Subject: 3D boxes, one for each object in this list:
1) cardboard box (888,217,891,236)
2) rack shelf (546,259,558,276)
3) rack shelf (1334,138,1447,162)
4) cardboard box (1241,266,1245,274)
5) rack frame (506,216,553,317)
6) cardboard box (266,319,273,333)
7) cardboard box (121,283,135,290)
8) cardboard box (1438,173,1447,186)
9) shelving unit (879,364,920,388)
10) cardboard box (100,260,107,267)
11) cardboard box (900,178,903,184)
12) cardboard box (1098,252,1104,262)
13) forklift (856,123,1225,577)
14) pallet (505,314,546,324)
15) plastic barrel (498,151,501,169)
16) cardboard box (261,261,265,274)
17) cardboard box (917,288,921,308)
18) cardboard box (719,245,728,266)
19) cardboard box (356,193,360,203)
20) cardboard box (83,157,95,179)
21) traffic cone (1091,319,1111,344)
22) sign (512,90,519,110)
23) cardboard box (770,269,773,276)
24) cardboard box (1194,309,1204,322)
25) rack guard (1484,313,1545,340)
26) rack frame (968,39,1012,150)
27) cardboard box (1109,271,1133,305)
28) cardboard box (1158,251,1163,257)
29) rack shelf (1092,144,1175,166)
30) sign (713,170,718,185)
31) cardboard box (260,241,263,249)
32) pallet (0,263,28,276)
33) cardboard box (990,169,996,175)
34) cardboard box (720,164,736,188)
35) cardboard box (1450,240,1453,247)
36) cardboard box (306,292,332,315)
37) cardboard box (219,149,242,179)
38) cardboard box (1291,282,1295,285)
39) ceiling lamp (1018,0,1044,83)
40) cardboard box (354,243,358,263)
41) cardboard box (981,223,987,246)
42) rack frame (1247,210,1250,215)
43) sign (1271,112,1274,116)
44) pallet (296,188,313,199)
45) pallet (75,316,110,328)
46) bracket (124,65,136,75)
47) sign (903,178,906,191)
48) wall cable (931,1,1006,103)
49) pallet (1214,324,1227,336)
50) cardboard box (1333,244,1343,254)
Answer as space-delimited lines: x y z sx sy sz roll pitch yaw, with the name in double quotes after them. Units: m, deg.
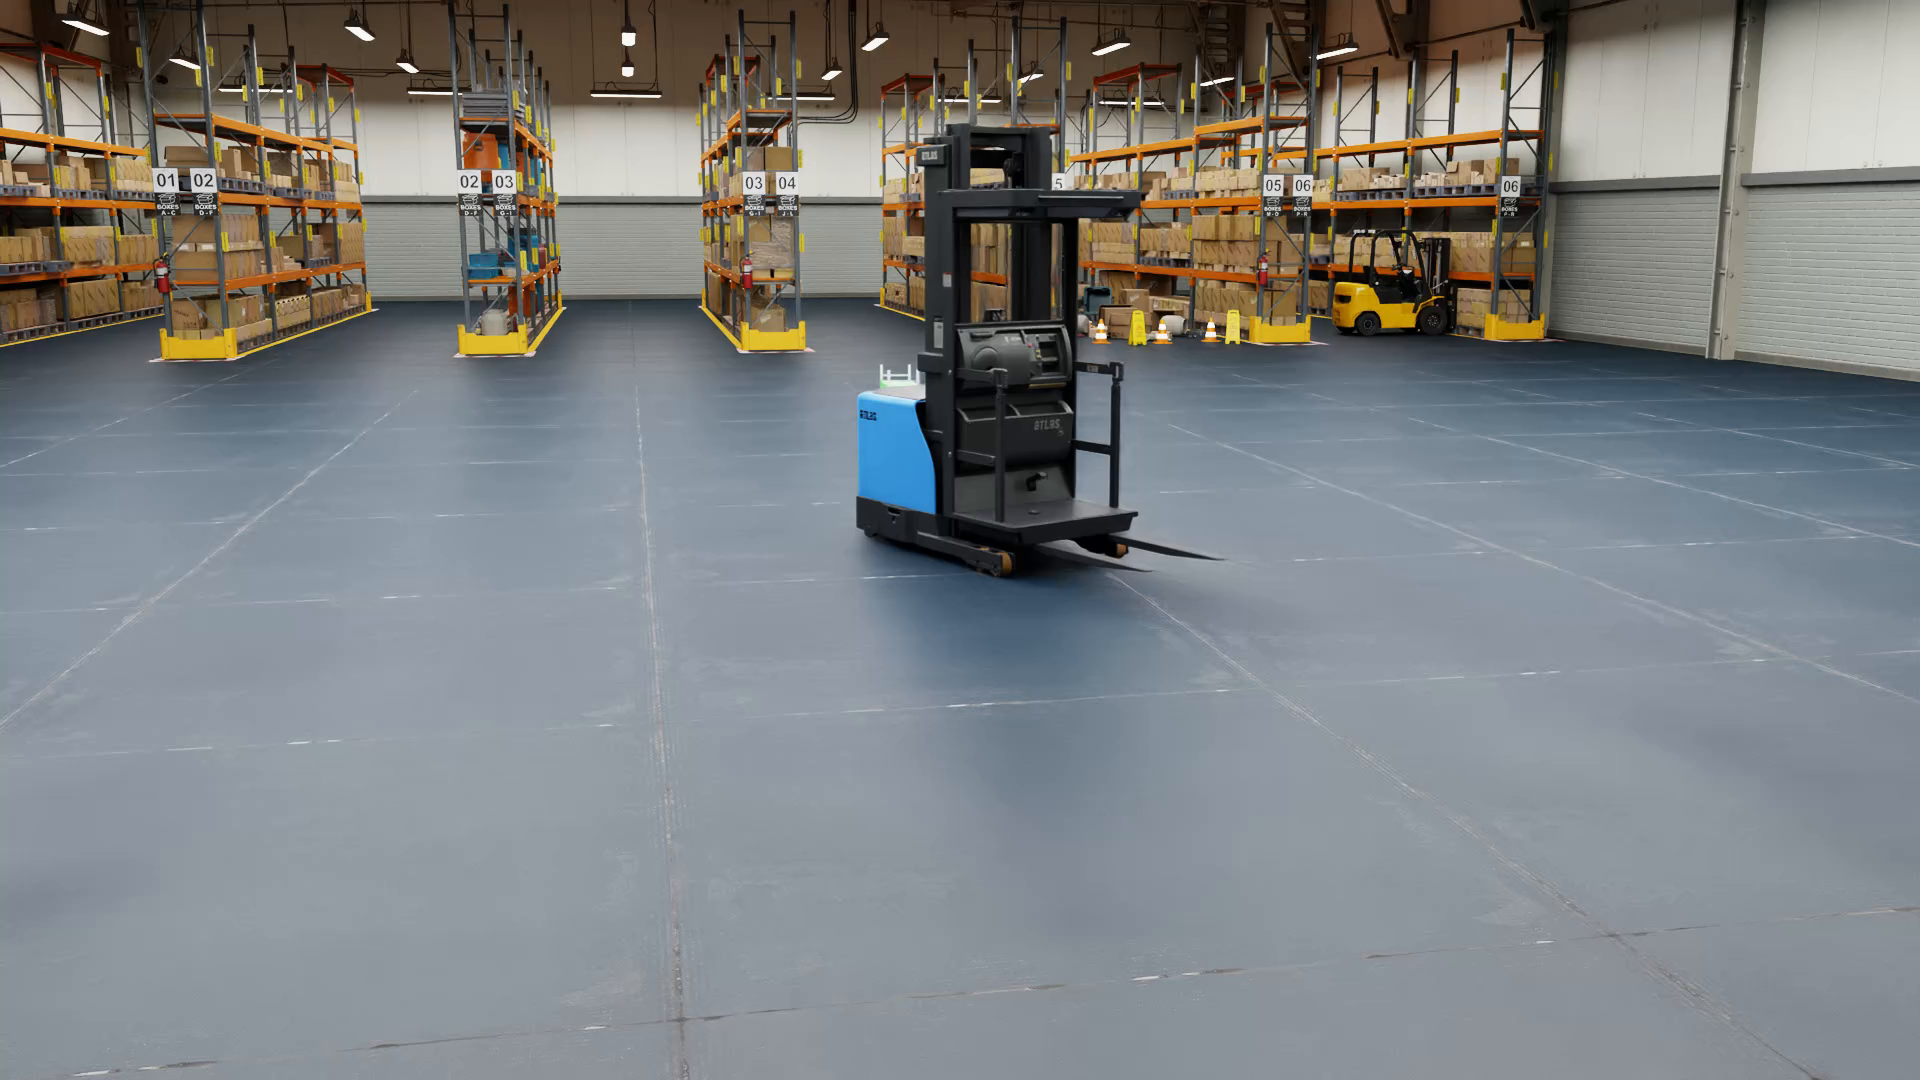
-1.650 -8.493 45.060 0.500 0.500 0.500 -2 11 -12 "cardboard box"
-11.015 -7.025 43.008 1.077 0.370 4.000 -2 11 -11 "rack shelf"
9.988 -9.030 38.567 1.077 0.370 4.000 -2 11 -11 "rack shelf"
5.817 -5.379 33.107 0.380 0.149 0.250 -2 11 -12 "cardboard box"
-10.626 -7.012 41.013 1.000 3.000 0.127 -2 11 -11 "rack frame"
-13.625 -4.143 32.174 0.500 0.250 0.500 -2 11 -11 "cardboard box"
-20.277 -6.159 40.359 0.380 0.149 0.250 -2 11 -9 "cardboard box"
10.368 -7.646 35.291 0.396 0.266 0.258 -2 11 -12 "cardboard box"
-0.465 -0.734 12.845 0.258 1.200 0.503 -2 11 -9 "shelving unit"
-19.813 -6.345 38.130 0.380 0.149 0.250 -2 11 -11 "cardboard box"
-1.362 -9.334 43.189 0.380 0.149 0.250 -2 11 -11 "cardboard box"
3.882 -7.293 42.894 0.500 0.250 0.500 -2 11 -12 "cardboard box"
0.505 -1.299 11.184 1.130 2.935 3.031 -8 13 -35 "forklift"
-10.043 -5.051 38.171 1.003 0.211 1.213 -2 11 -11 "pallet"
-8.639 -6.788 30.187 0.600 0.588 0.600 0 11 0 "plastic barrel"
-14.068 -5.380 32.842 0.500 0.250 0.500 -1 11 -7 "cardboard box"
-0.780 -5.994 41.230 0.500 0.500 0.500 -2 11 -10 "cardboard box"
-5.329 -6.589 38.524 0.500 0.500 0.500 -2 11 -9 "cardboard box"
-15.905 -8.881 43.214 0.500 0.250 0.500 -2 11 -11 "cardboard box"
-20.709 -8.795 39.364 0.500 0.500 0.500 -2 11 -11 "cardboard box"
2.740 -4.056 32.267 0.336 0.463 0.334 -2 11 -11 "traffic cone"
-7.752 -7.674 29.009 0.100 0.325 0.005 -2 11 -11 "sign"
-3.388 -5.067 31.465 0.380 0.149 0.250 -2 11 -11 "cardboard box"
5.359 -4.822 35.742 0.500 0.250 0.500 -3 11 -14 "cardboard box"
11.160 -4.300 33.452 1.175 0.500 0.348 -2 11 -11 "rack guard"
0.673 -8.833 34.540 1.000 3.000 0.127 -2 11 -11 "rack frame"
4.335 -6.439 42.561 0.875 0.875 0.875 -2 11 -9 "cardboard box"
4.798 -6.638 38.596 0.380 0.149 0.250 -1 11 -8 "cardboard box"
4.342 -9.583 41.469 1.077 0.370 4.000 -2 11 -11 "rack shelf"
-5.536 -8.206 37.671 0.100 0.325 0.005 -2 11 -11 "sign"
-13.667 -5.691 32.070 0.380 0.149 0.250 -2 11 -11 "cardboard box"
-18.794 -5.235 32.194 1.003 0.211 1.213 -2 11 -11 "pallet"
0.888 -7.218 32.288 0.500 0.250 0.500 -2 11 -11 "cardboard box"
-4.951 -7.946 36.294 0.500 0.500 0.500 -2 11 -13 "cardboard box"
10.462 -6.282 35.175 0.380 0.149 0.250 -2 11 -12 "cardboard box"
-14.823 -5.464 38.391 0.500 0.500 0.500 -3 11 -13 "cardboard box"
-13.207 -6.744 29.817 0.500 0.500 0.500 -2 11 -11 "cardboard box"
8.899 -6.763 43.535 0.380 0.149 0.250 -2 11 -11 "cardboard box"
1.973 -13.134 41.525 0.800 3.185 2.000 -2 11 -11 "ceiling lamp"
-15.714 -7.356 42.555 0.500 0.500 0.500 -2 11 -11 "cardboard box"
0.902 -6.221 33.569 0.875 0.550 0.550 -2 11 -11 "cardboard box"
8.043 -8.467 48.659 1.000 3.000 0.127 -2 11 -11 "rack frame"
8.285 -11.162 44.063 0.100 0.325 0.005 -2 11 -11 "sign"
-14.488 -7.358 35.316 1.213 0.211 1.003 -2 11 -8 "pallet"
-19.879 -4.919 37.474 1.003 0.211 1.213 -2 11 -11 "pallet"
-22.067 -12.501 44.181 0.235 0.232 0.430 -2 11 -11 "bracket"
-1.414 -9.060 42.370 0.100 0.325 0.005 -2 11 -11 "sign"
0.274 -15.156 51.714 2.355 3.000 0.029 -2 11 -11 "wall cable"
5.915 -4.369 34.586 1.003 0.211 1.213 -2 11 -11 "pallet"
9.421 -7.080 40.439 0.500 0.250 0.500 -2 11 -11 "cardboard box"
